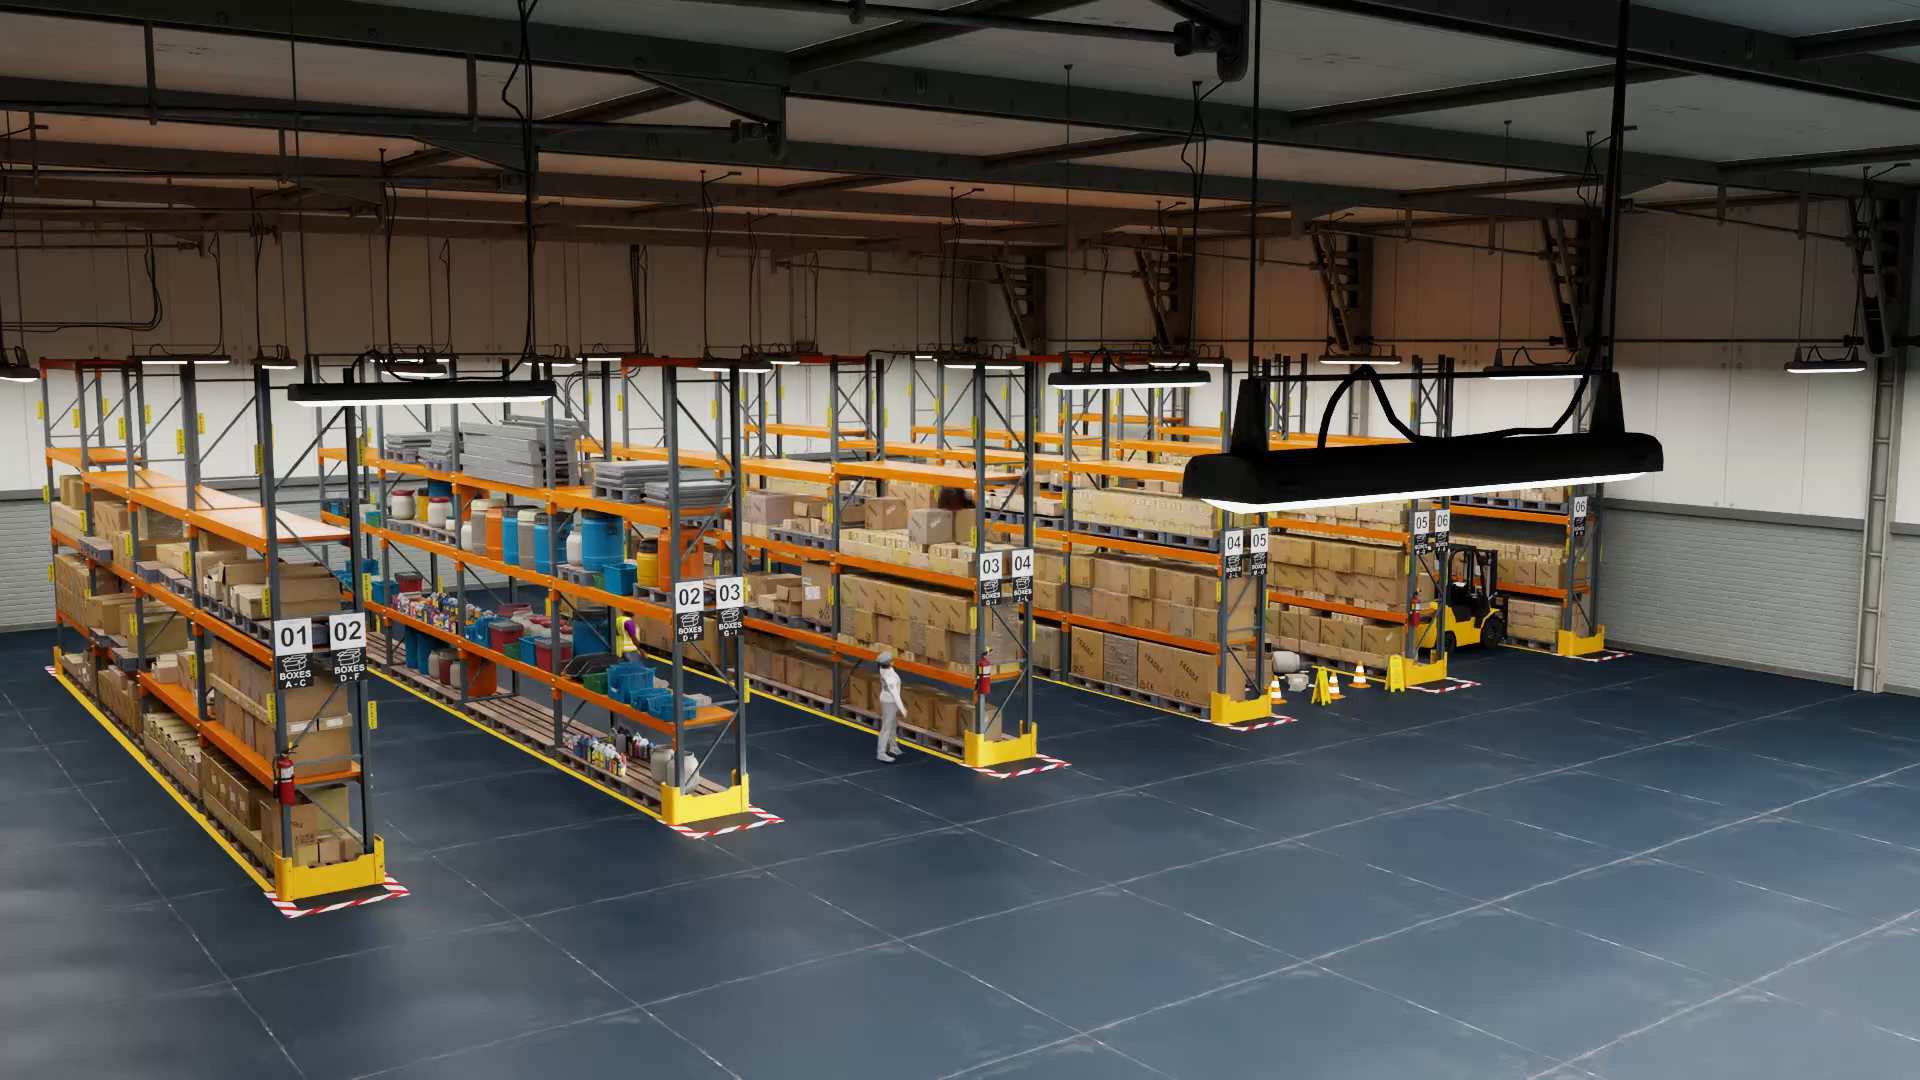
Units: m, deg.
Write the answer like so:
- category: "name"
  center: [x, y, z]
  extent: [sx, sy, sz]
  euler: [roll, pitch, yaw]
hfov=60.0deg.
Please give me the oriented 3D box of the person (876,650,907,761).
- category: "person"
  center: [-1.043, 2.498, 25.201]
  extent: [0.472, 1.725, 0.610]
  euler: [-1, 7, -6]

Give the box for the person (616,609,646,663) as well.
- category: "person"
  center: [-5.808, 1.948, 29.136]
  extent: [0.470, 1.775, 0.586]
  euler: [-5, 8, -35]

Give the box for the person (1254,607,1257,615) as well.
- category: "person"
  center: [6.359, 1.086, 36.453]
  extent: [0.493, 1.792, 0.641]
  euler: [-1, 7, -8]
